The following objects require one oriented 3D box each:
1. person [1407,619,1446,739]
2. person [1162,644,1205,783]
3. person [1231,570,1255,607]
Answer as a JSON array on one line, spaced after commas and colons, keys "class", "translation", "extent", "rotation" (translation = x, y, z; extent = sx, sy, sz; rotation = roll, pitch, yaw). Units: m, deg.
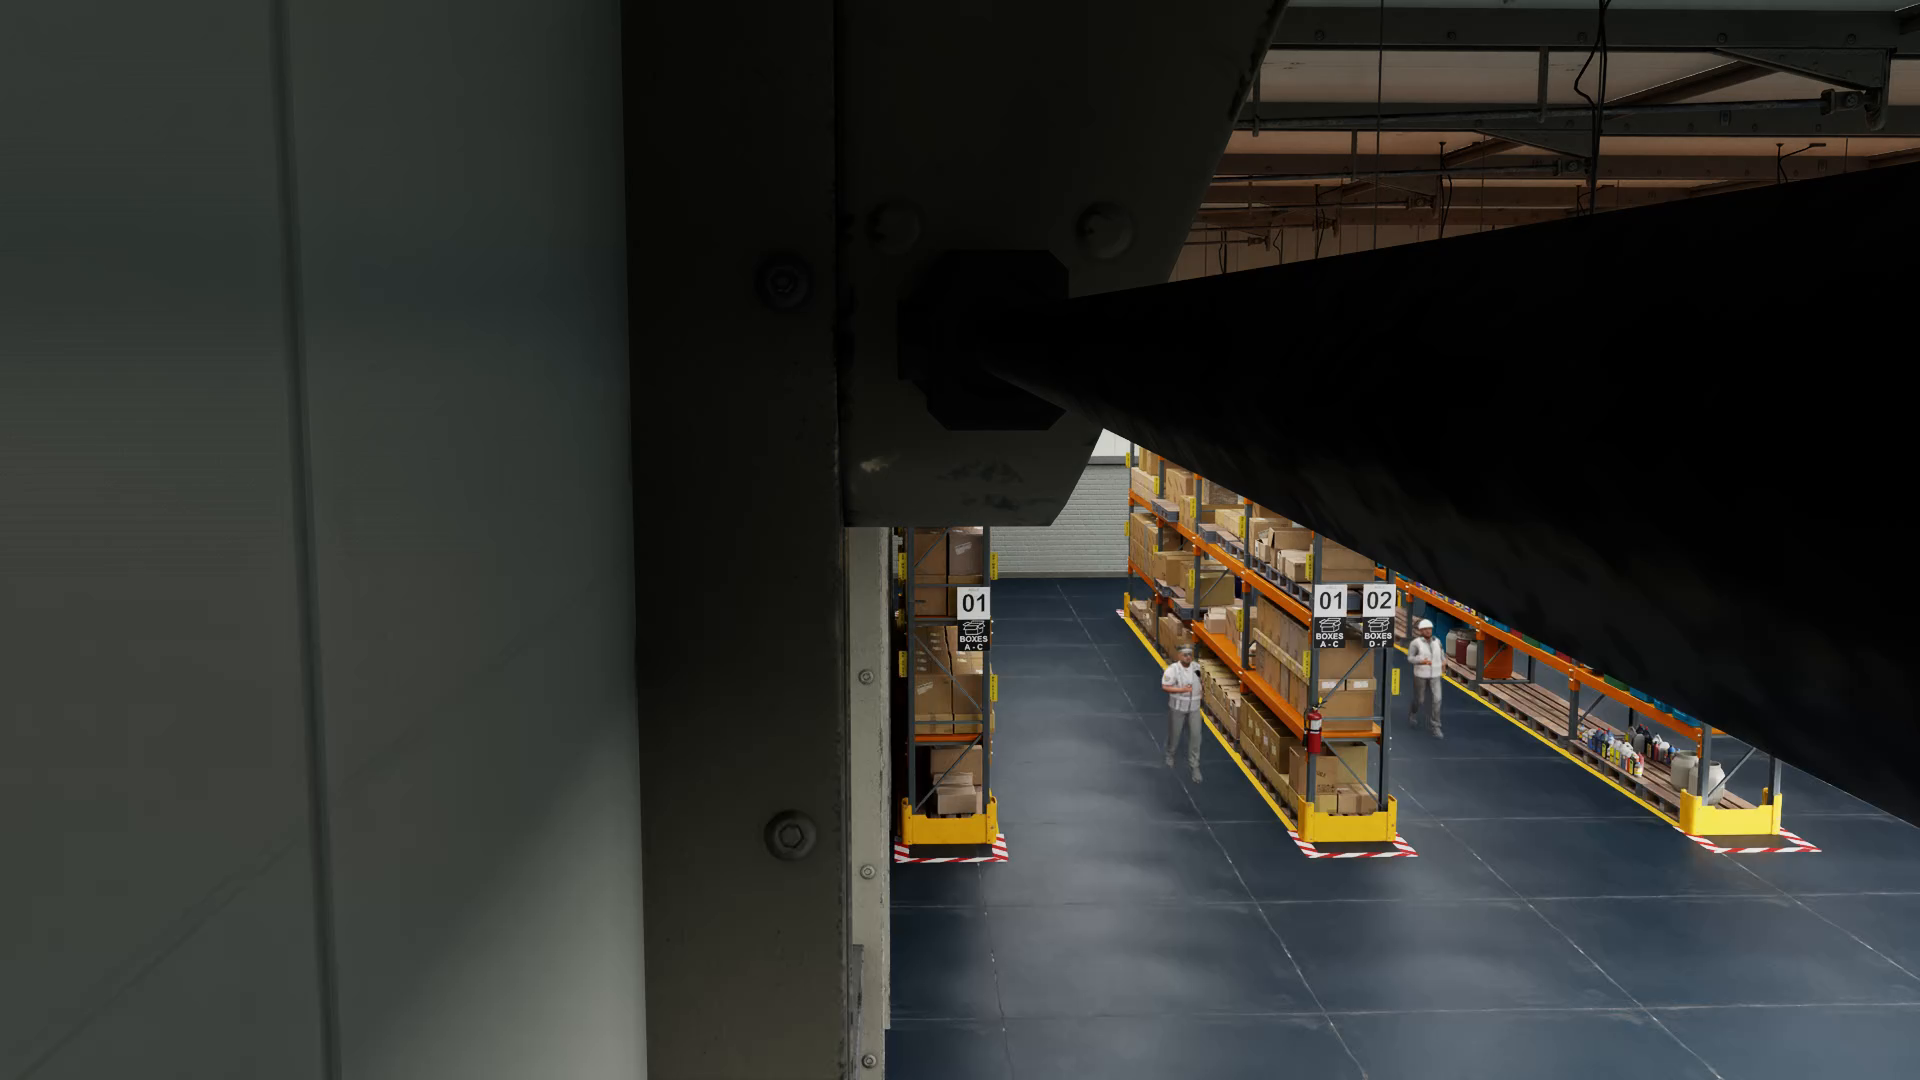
[{"class": "person", "translation": [7.302, 2.130, 25.980], "extent": [0.661, 1.782, 0.953], "rotation": [0, 7, -4]}, {"class": "person", "translation": [3.013, 2.288, 22.502], "extent": [0.664, 1.844, 0.847], "rotation": [-2, 7, -12]}, {"class": "person", "translation": [6.030, 0.951, 35.934], "extent": [0.623, 1.661, 0.860], "rotation": [-4, 8, -29]}]
